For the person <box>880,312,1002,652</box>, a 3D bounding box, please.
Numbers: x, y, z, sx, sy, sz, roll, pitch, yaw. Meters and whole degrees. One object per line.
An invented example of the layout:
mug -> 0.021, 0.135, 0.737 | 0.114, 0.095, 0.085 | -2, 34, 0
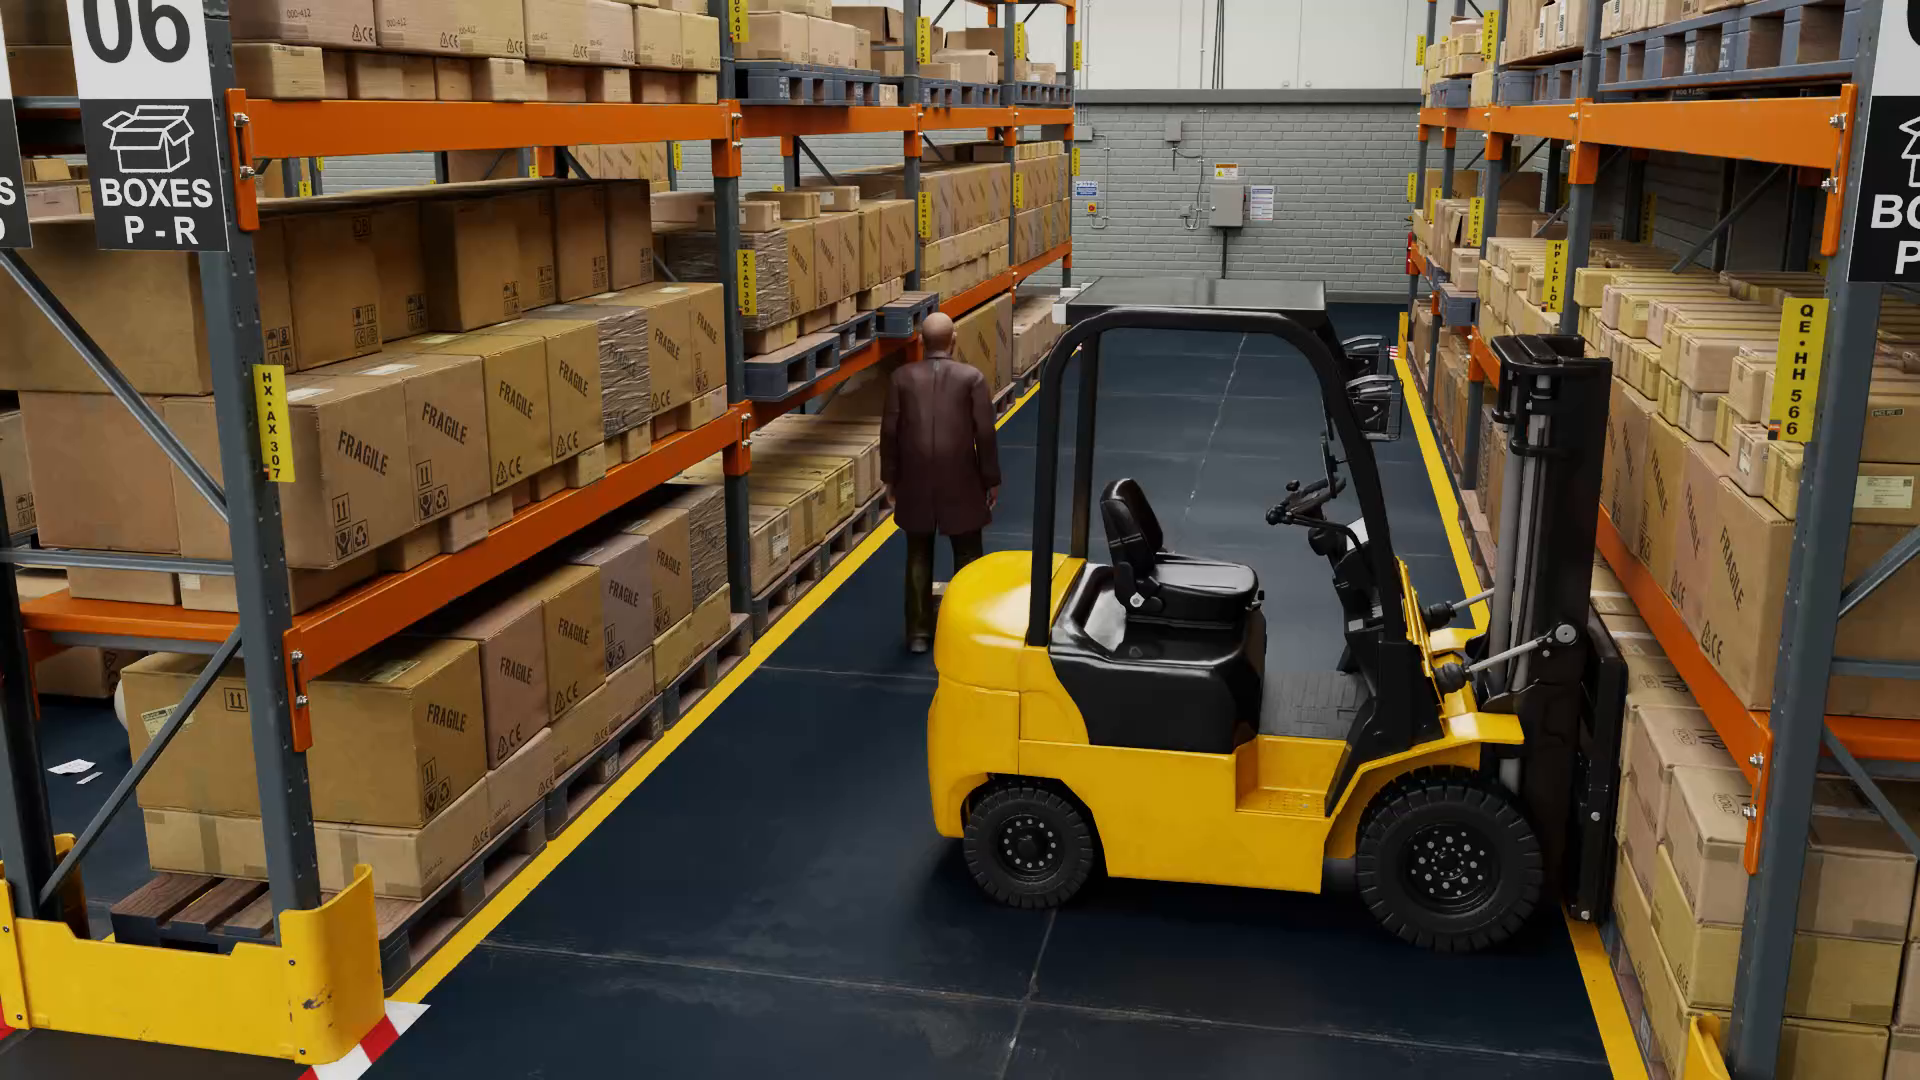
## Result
person -> -0.101, -0.293, 8.676 | 0.644, 1.774, 0.423 | 3, 15, 10
